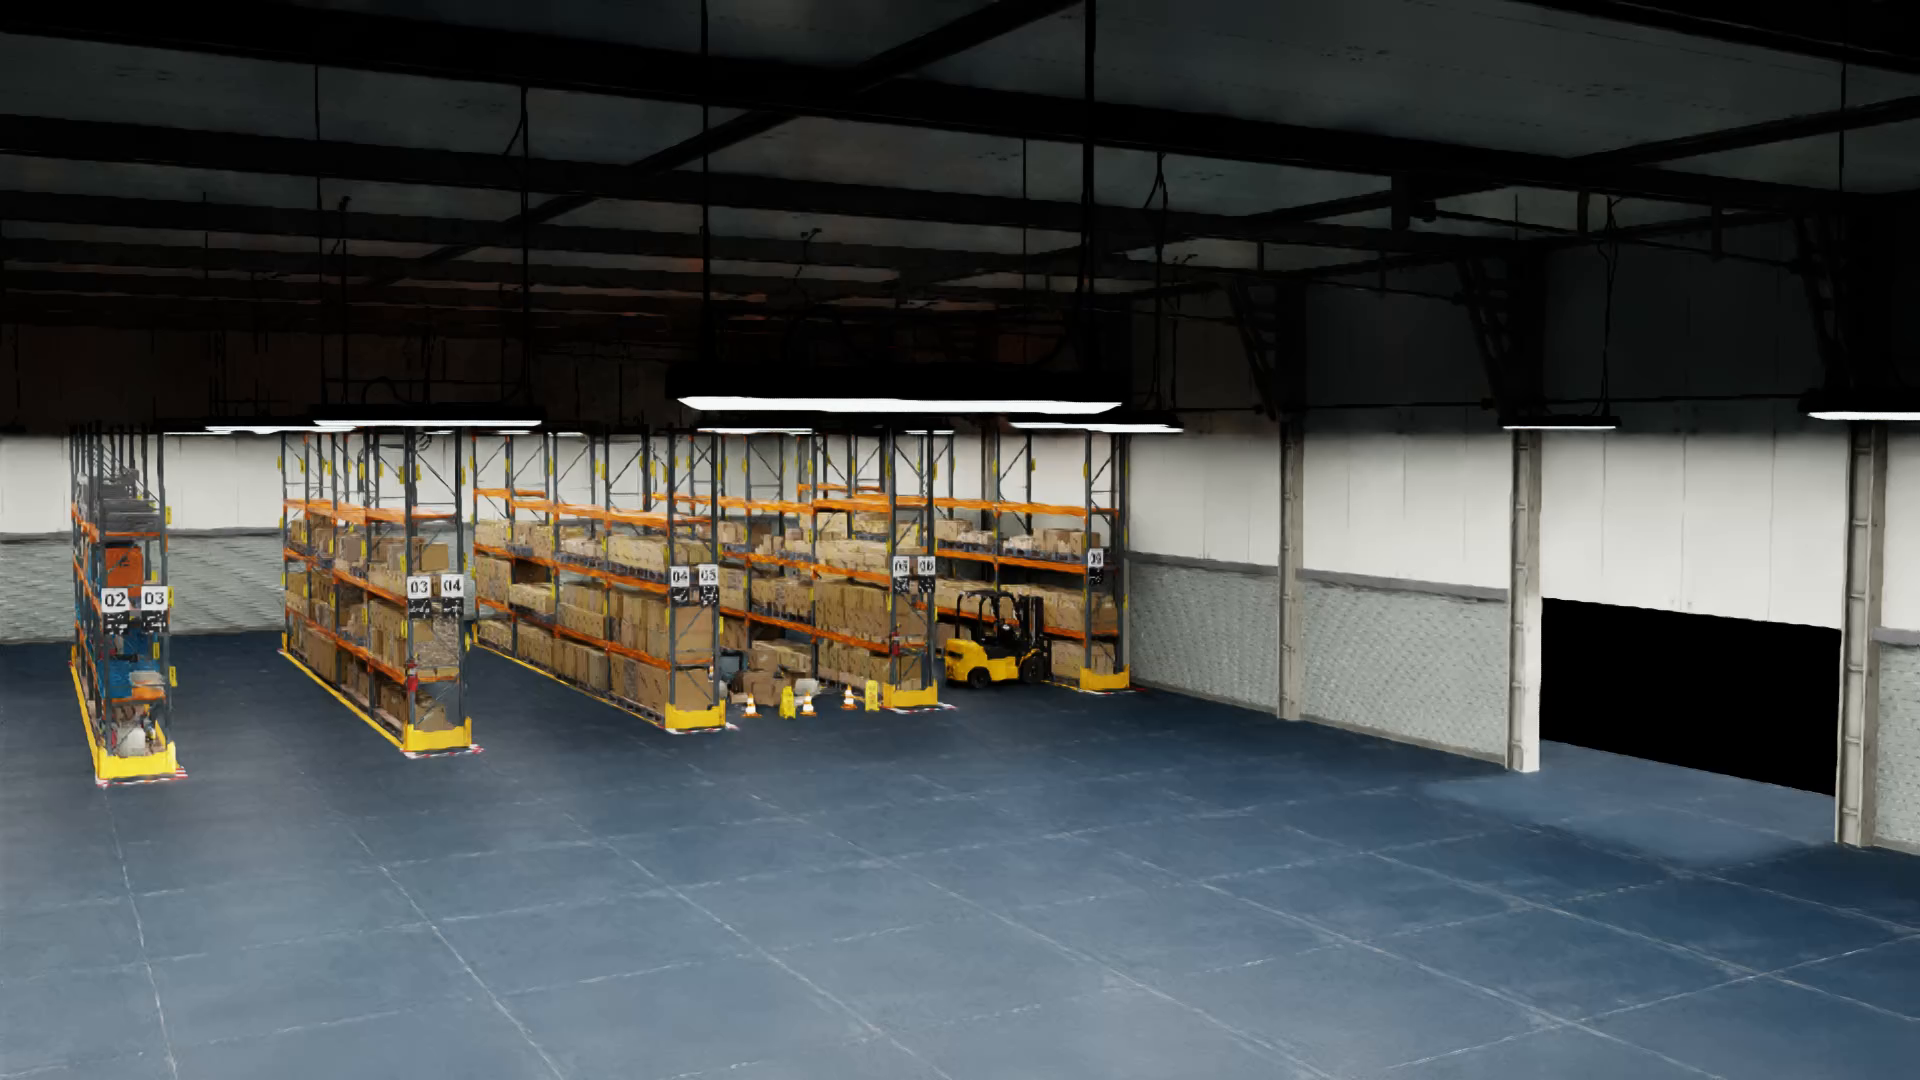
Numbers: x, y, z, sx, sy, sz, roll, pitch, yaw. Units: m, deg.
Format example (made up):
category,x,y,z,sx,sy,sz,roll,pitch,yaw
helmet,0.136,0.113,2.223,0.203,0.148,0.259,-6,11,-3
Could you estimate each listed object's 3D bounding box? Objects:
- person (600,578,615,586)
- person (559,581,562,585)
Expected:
category,x,y,z,sx,sy,sz,roll,pitch,yaw
person,-10.950,1.704,51.793,0.555,1.694,0.519,2,4,24
person,-11.247,1.989,46.651,0.553,1.684,0.433,2,4,34
